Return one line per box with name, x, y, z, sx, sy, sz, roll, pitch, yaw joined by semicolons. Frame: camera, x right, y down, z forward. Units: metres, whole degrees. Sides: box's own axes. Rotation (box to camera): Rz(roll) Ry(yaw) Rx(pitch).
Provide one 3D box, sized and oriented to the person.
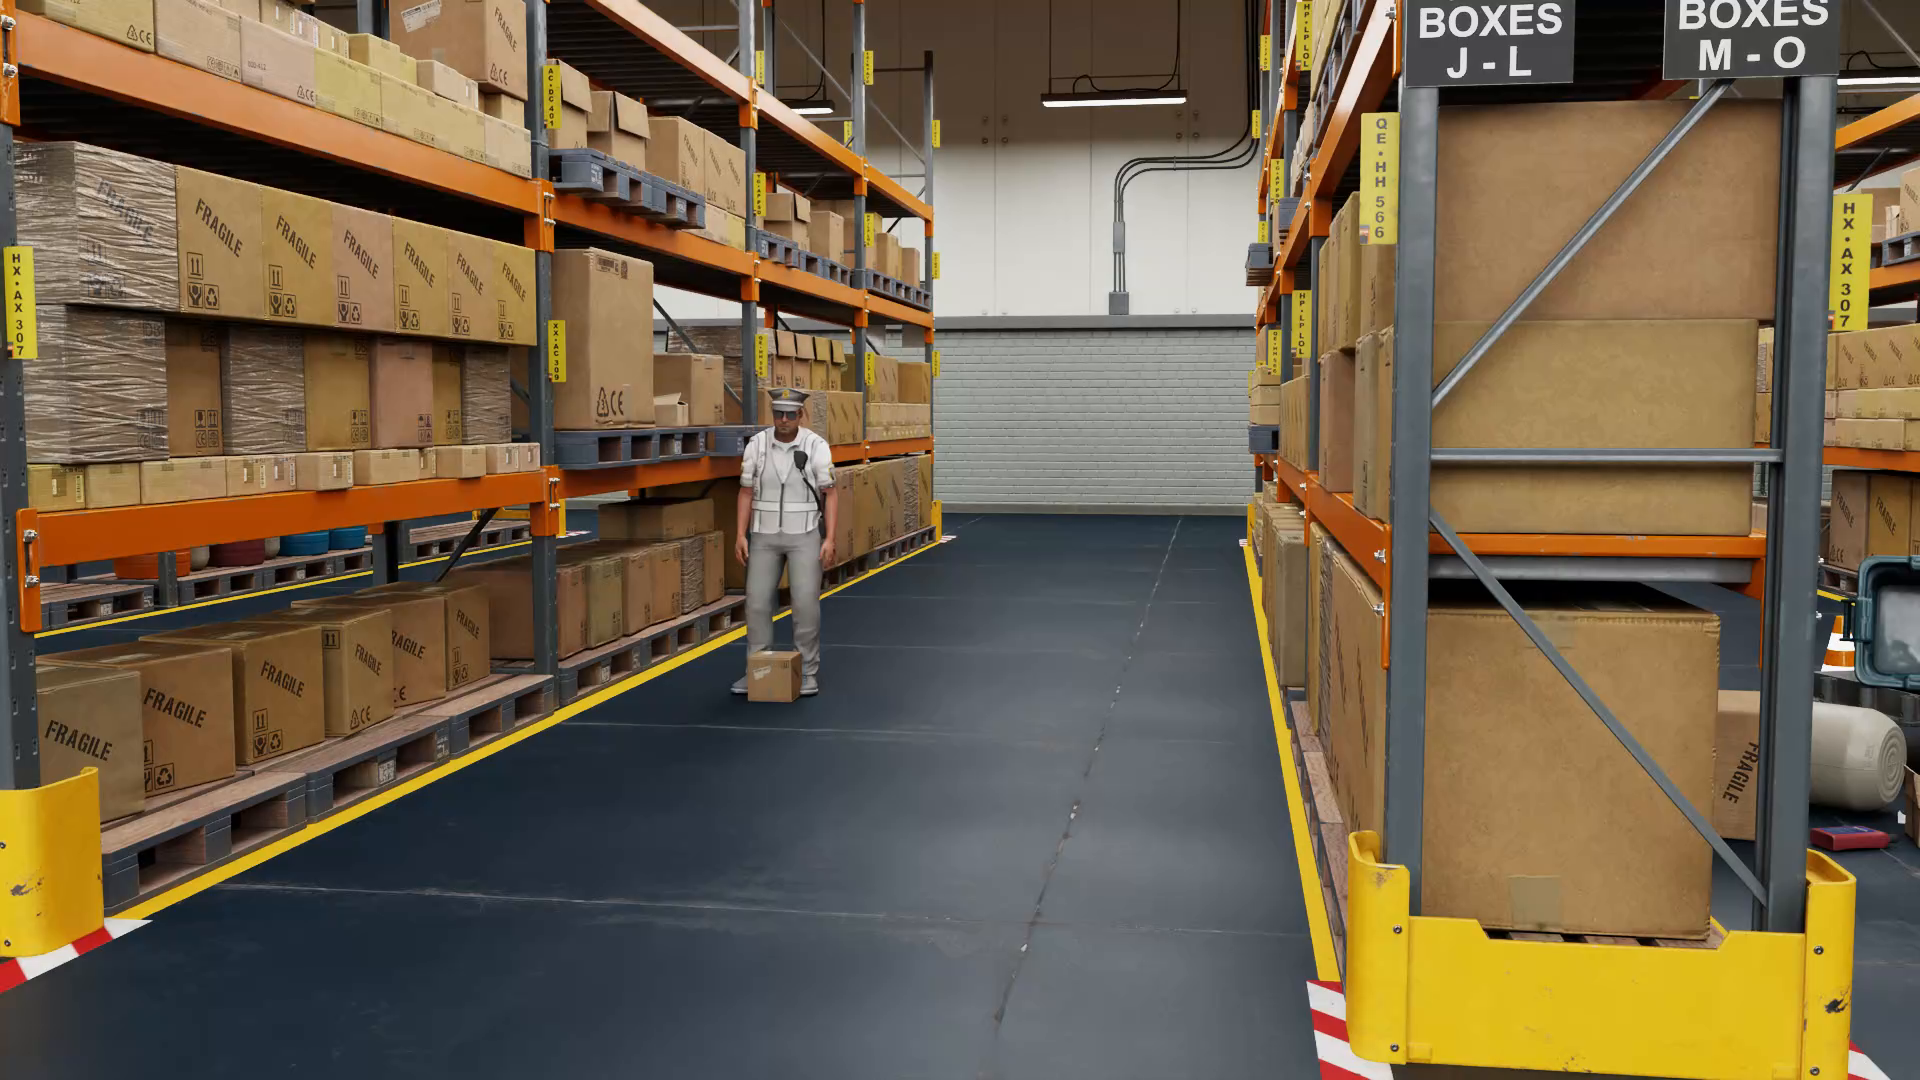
person;-1.010;0.000;9.586;0.584;1.748;0.433;1;4;9
